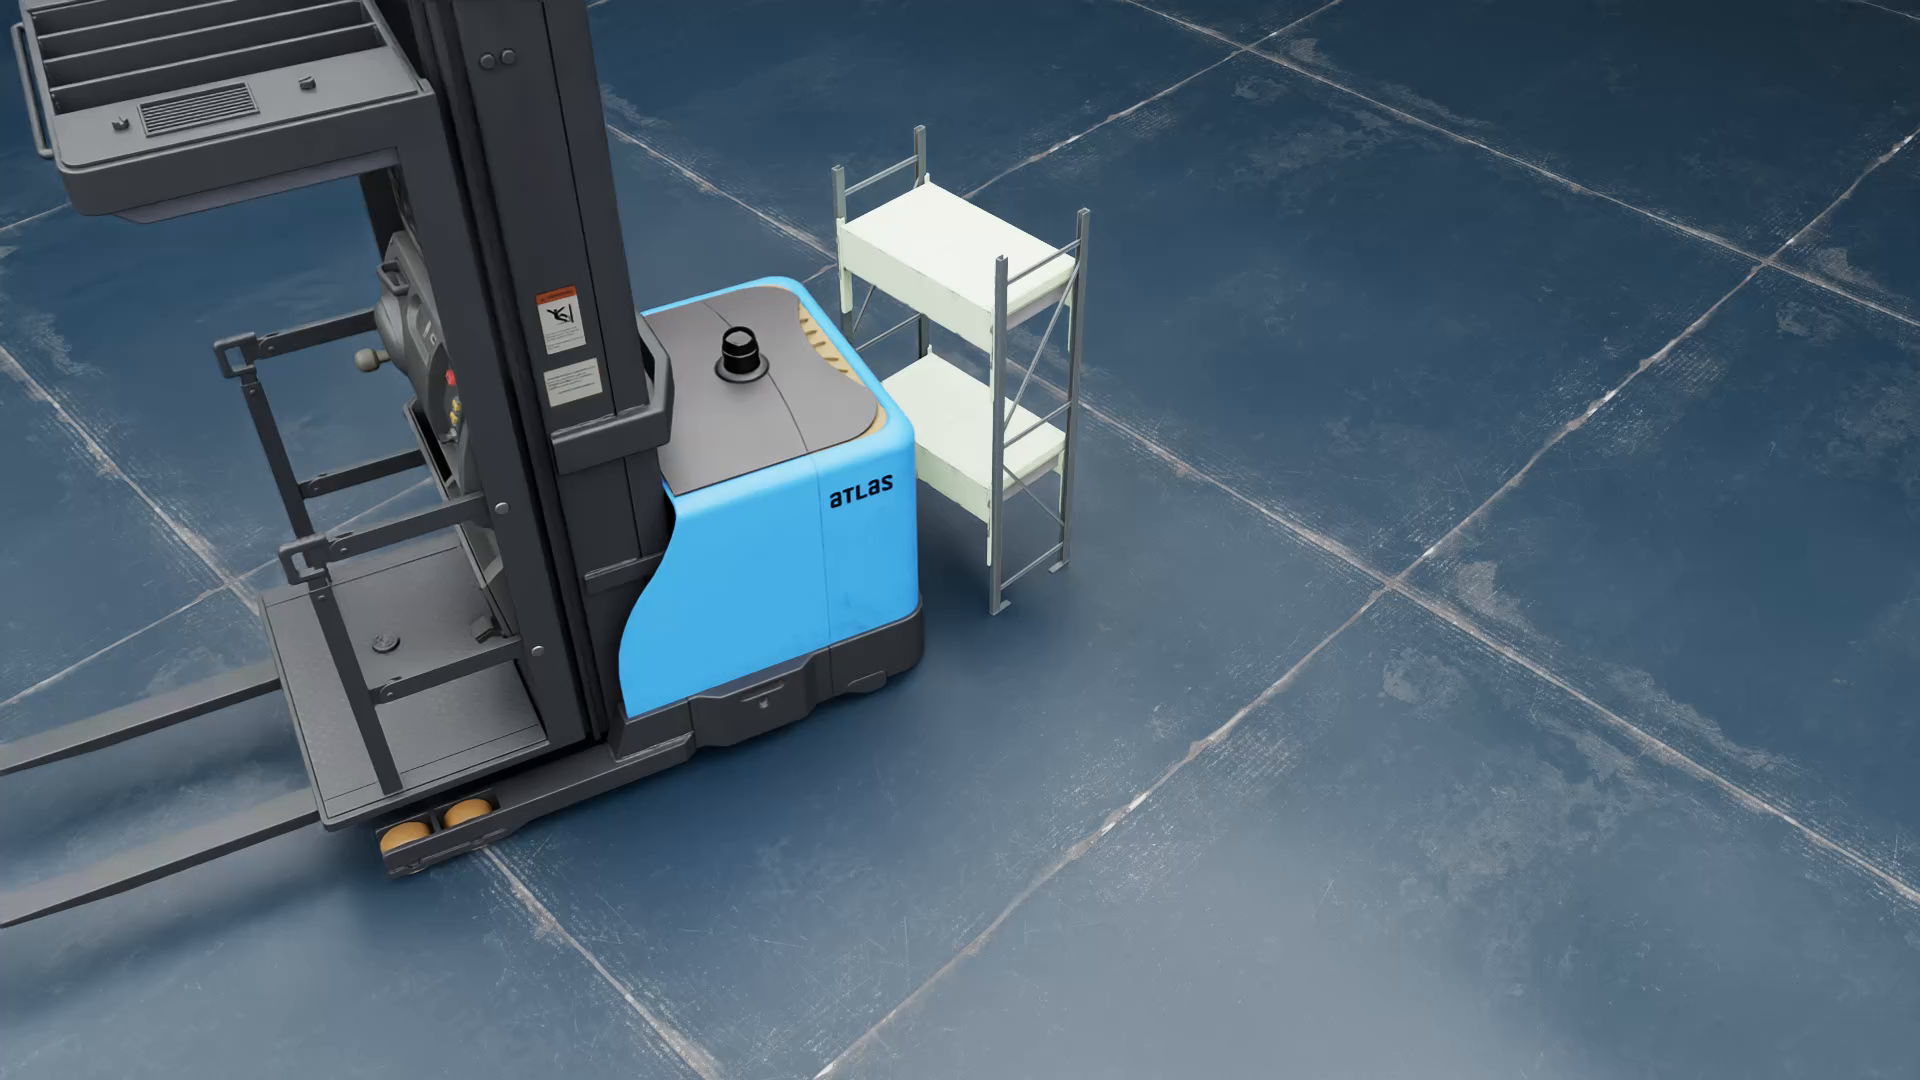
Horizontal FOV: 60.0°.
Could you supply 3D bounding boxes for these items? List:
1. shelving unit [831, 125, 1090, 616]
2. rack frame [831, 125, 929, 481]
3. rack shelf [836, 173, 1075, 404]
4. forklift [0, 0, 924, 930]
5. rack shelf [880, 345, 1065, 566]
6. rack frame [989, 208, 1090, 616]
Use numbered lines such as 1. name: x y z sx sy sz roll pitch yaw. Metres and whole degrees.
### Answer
1. shelving unit: -0.005 -0.554 5.744 0.431 1.500 0.755 -34 53 -31
2. rack frame: -0.263 -0.730 5.935 0.400 1.500 0.023 -34 53 -31
3. rack shelf: -0.005 -0.841 5.480 0.431 0.370 0.720 -34 53 -31
4. forklift: -1.673 -0.457 4.585 3.031 2.935 1.130 -19 46 -20
5. rack shelf: -0.005 -0.315 5.966 0.431 0.370 0.720 -34 53 -31
6. rack frame: 0.254 -0.378 5.554 0.400 1.500 0.023 -34 53 -31
